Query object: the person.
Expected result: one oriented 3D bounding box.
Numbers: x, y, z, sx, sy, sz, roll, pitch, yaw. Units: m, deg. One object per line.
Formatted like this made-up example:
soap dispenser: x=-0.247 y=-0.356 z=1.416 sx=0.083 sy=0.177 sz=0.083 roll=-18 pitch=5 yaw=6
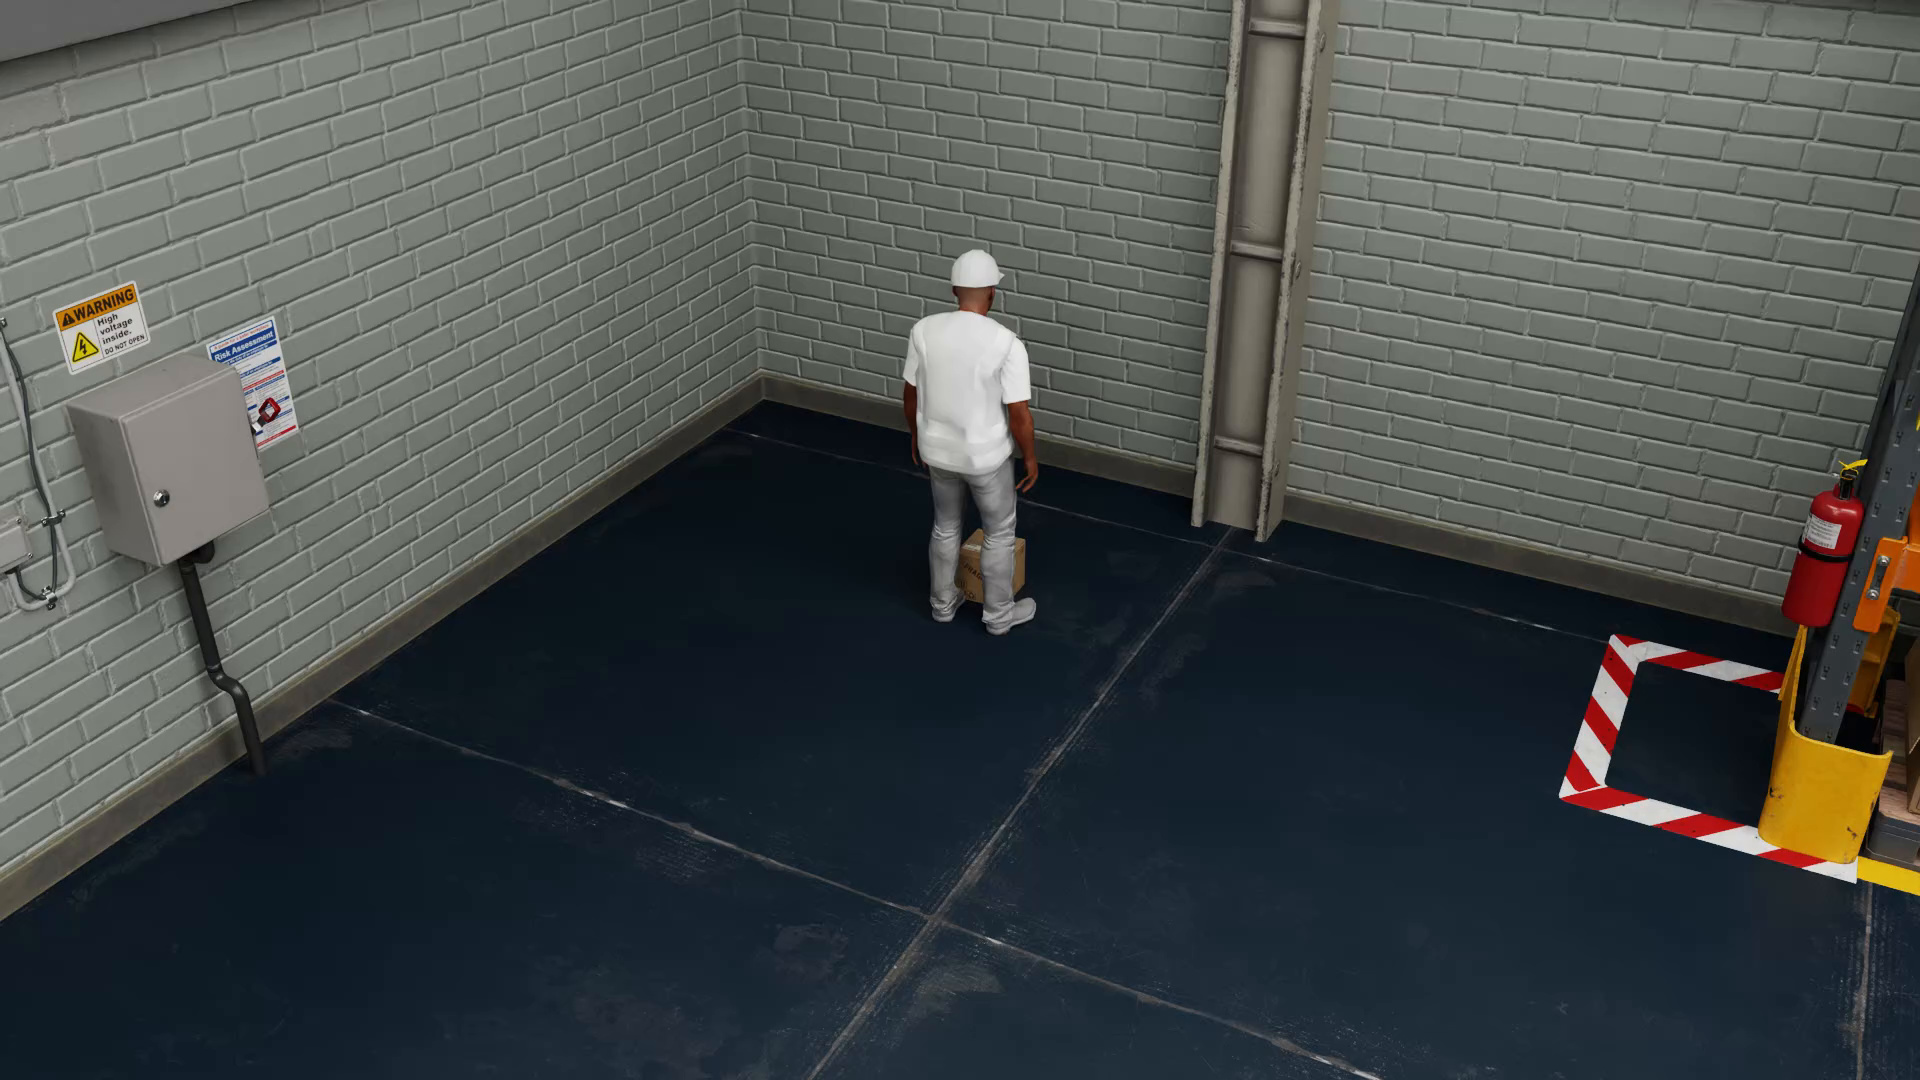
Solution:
person: x=0.055 y=-0.413 z=7.330 sx=0.625 sy=1.760 sz=0.461 roll=14 pitch=33 yaw=23
